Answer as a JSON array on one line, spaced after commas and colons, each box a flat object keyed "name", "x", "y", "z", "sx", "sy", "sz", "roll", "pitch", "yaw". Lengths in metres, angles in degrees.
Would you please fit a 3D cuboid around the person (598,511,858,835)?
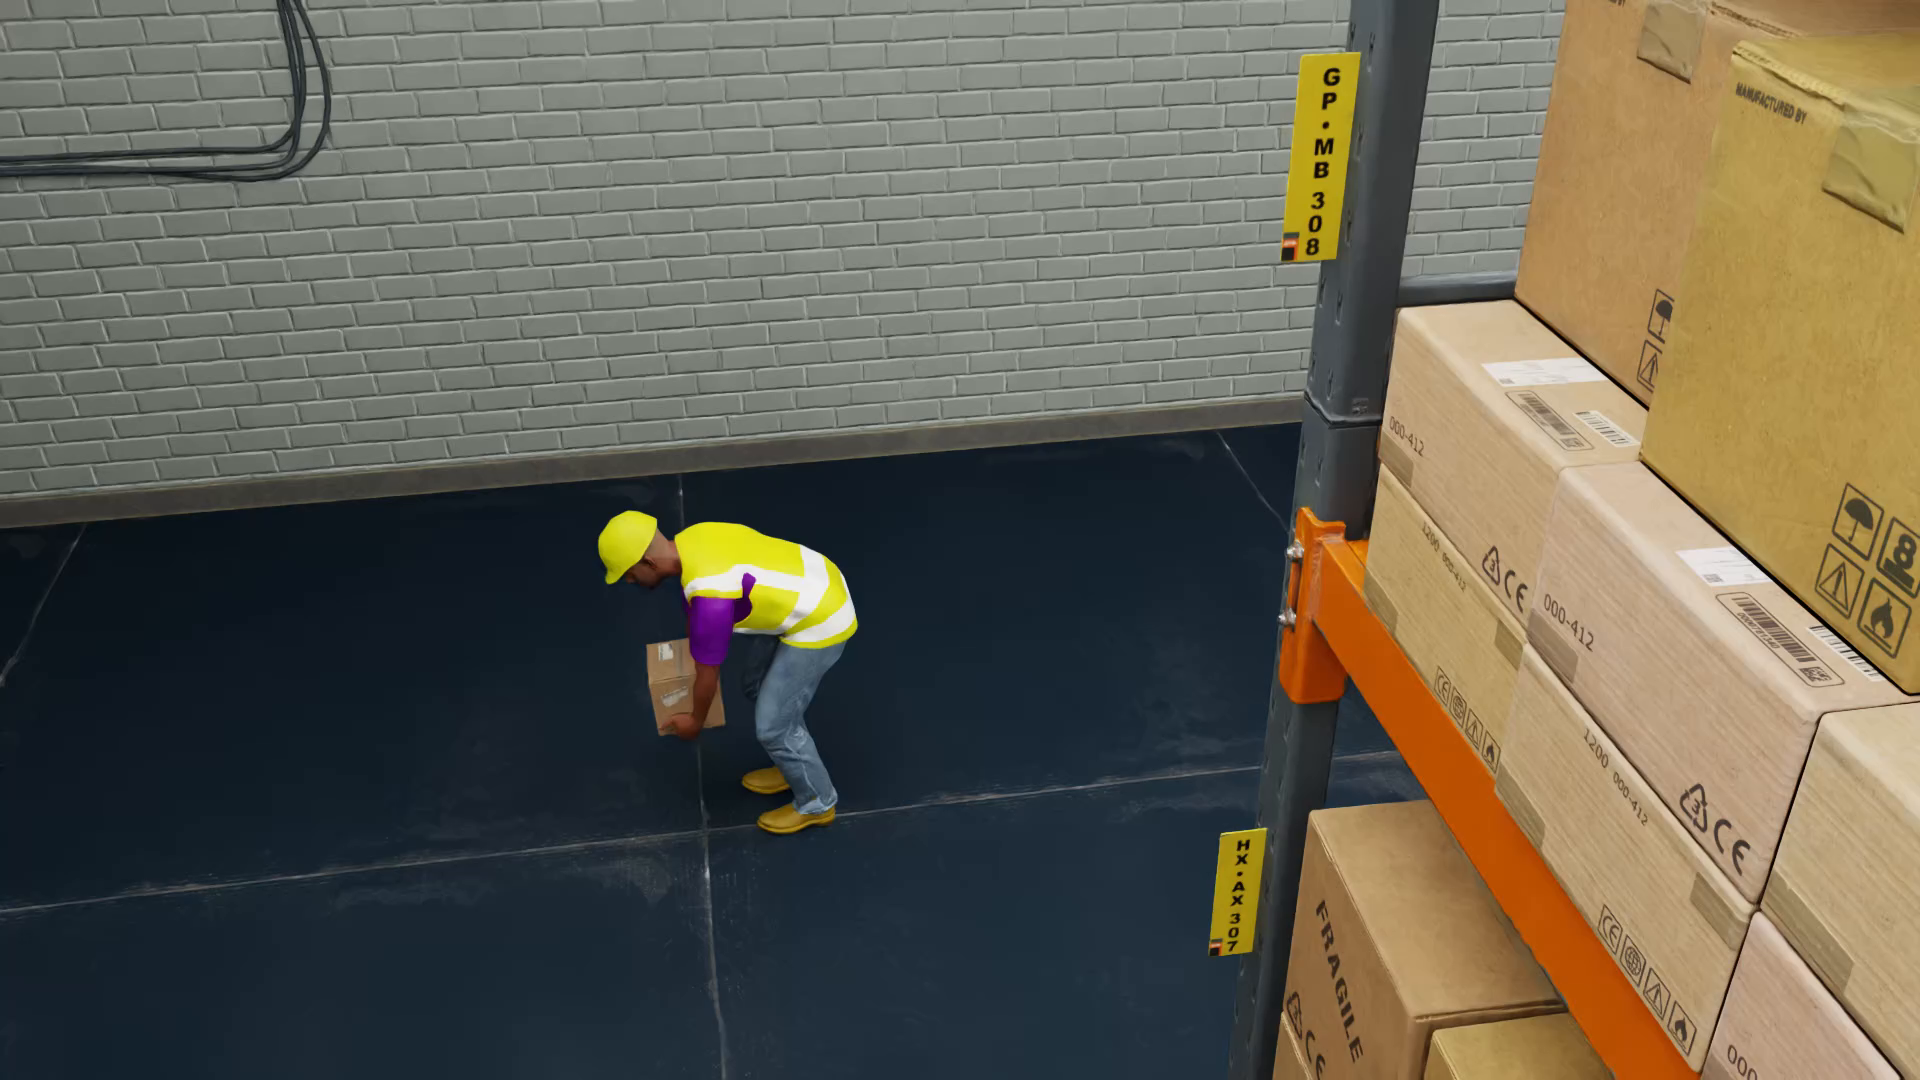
[{"name": "person", "x": -0.831, "y": 0.466, "z": 6.198, "sx": 0.898, "sy": 1.376, "sz": 0.490, "roll": -6, "pitch": 31, "yaw": -10}]
